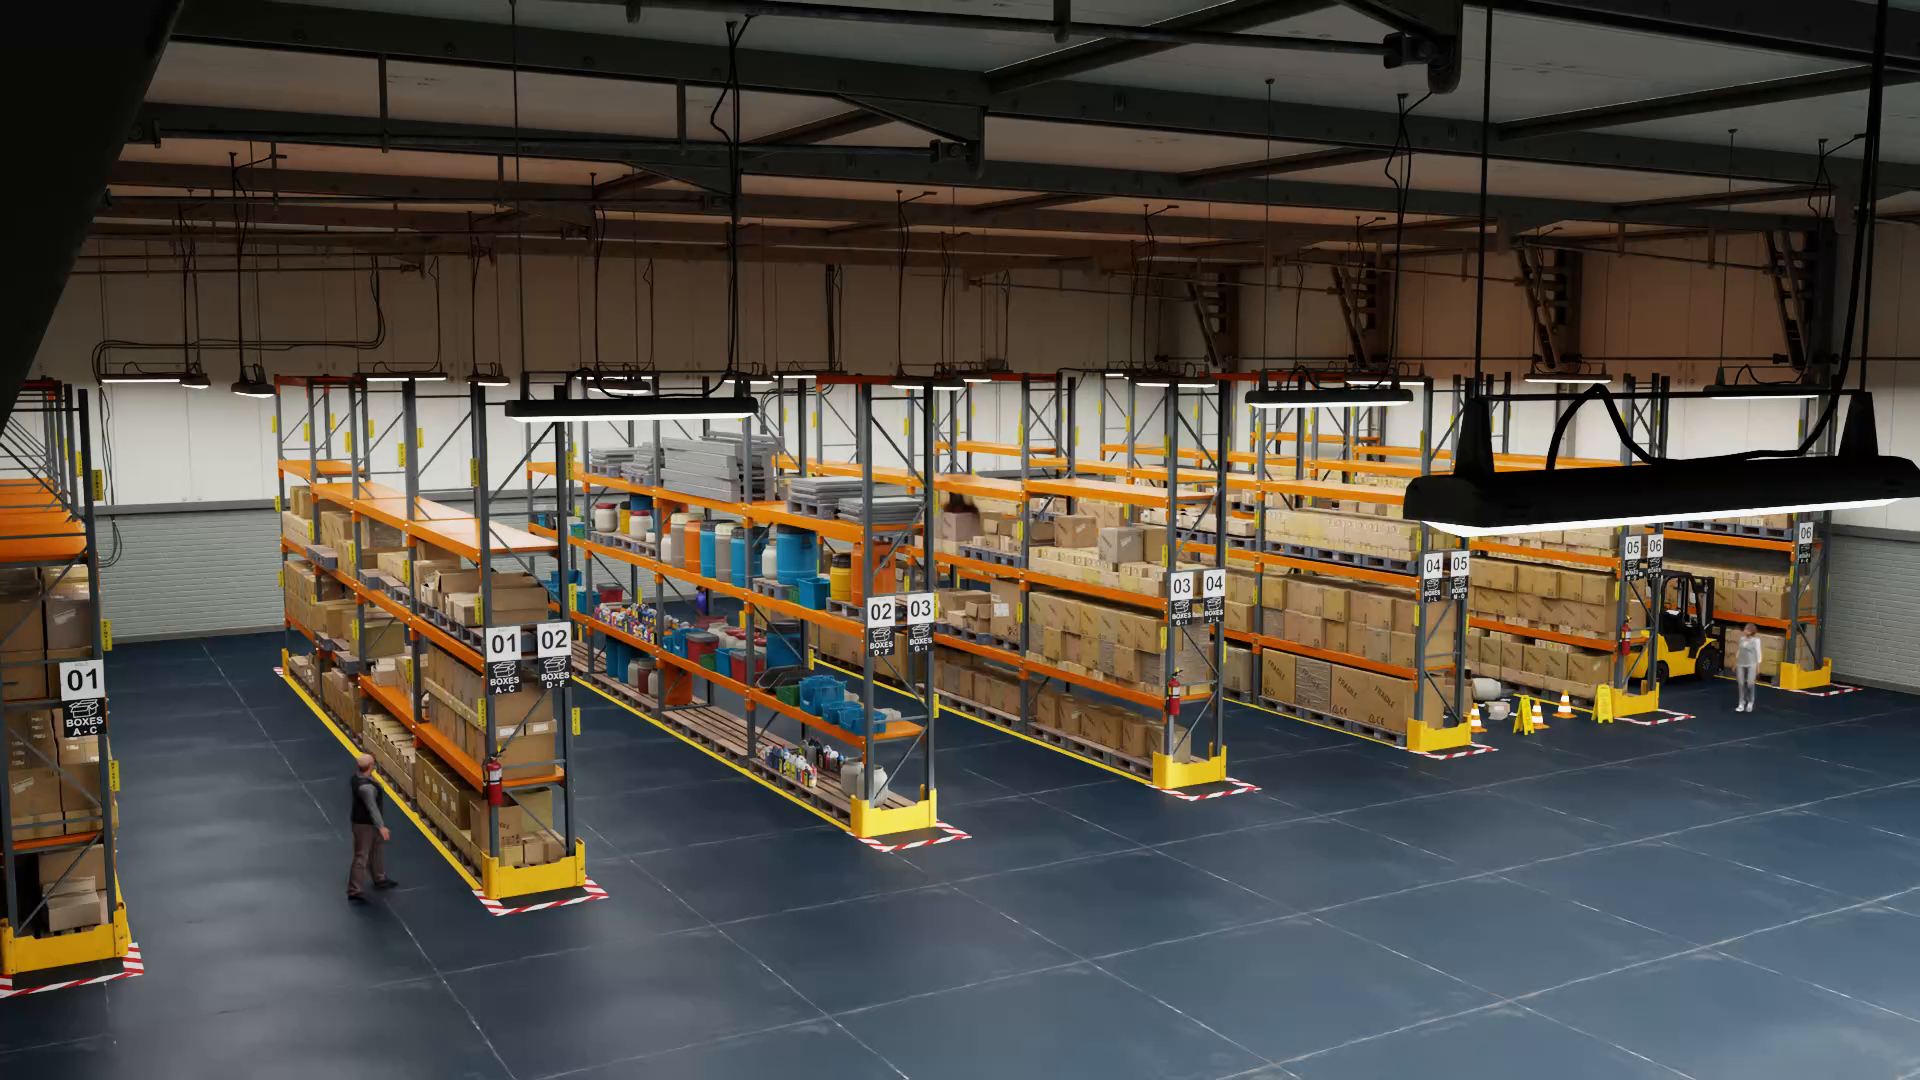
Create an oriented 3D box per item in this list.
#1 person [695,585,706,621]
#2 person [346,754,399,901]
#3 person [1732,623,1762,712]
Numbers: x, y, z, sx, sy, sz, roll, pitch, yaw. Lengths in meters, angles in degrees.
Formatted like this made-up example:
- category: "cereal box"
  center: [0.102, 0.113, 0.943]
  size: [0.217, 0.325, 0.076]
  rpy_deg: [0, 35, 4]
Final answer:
- category: "person"
  center: [-5.341, 1.707, 34.852]
  size: [0.506, 1.679, 0.489]
  rpy_deg: [-1, 6, -10]
- category: "person"
  center: [-6.945, 3.347, 19.586]
  size: [0.592, 1.731, 0.679]
  rpy_deg: [-2, 7, -20]
- category: "person"
  center: [14.044, 2.289, 29.689]
  size: [0.465, 1.588, 0.391]
  rpy_deg: [5, 8, 36]
